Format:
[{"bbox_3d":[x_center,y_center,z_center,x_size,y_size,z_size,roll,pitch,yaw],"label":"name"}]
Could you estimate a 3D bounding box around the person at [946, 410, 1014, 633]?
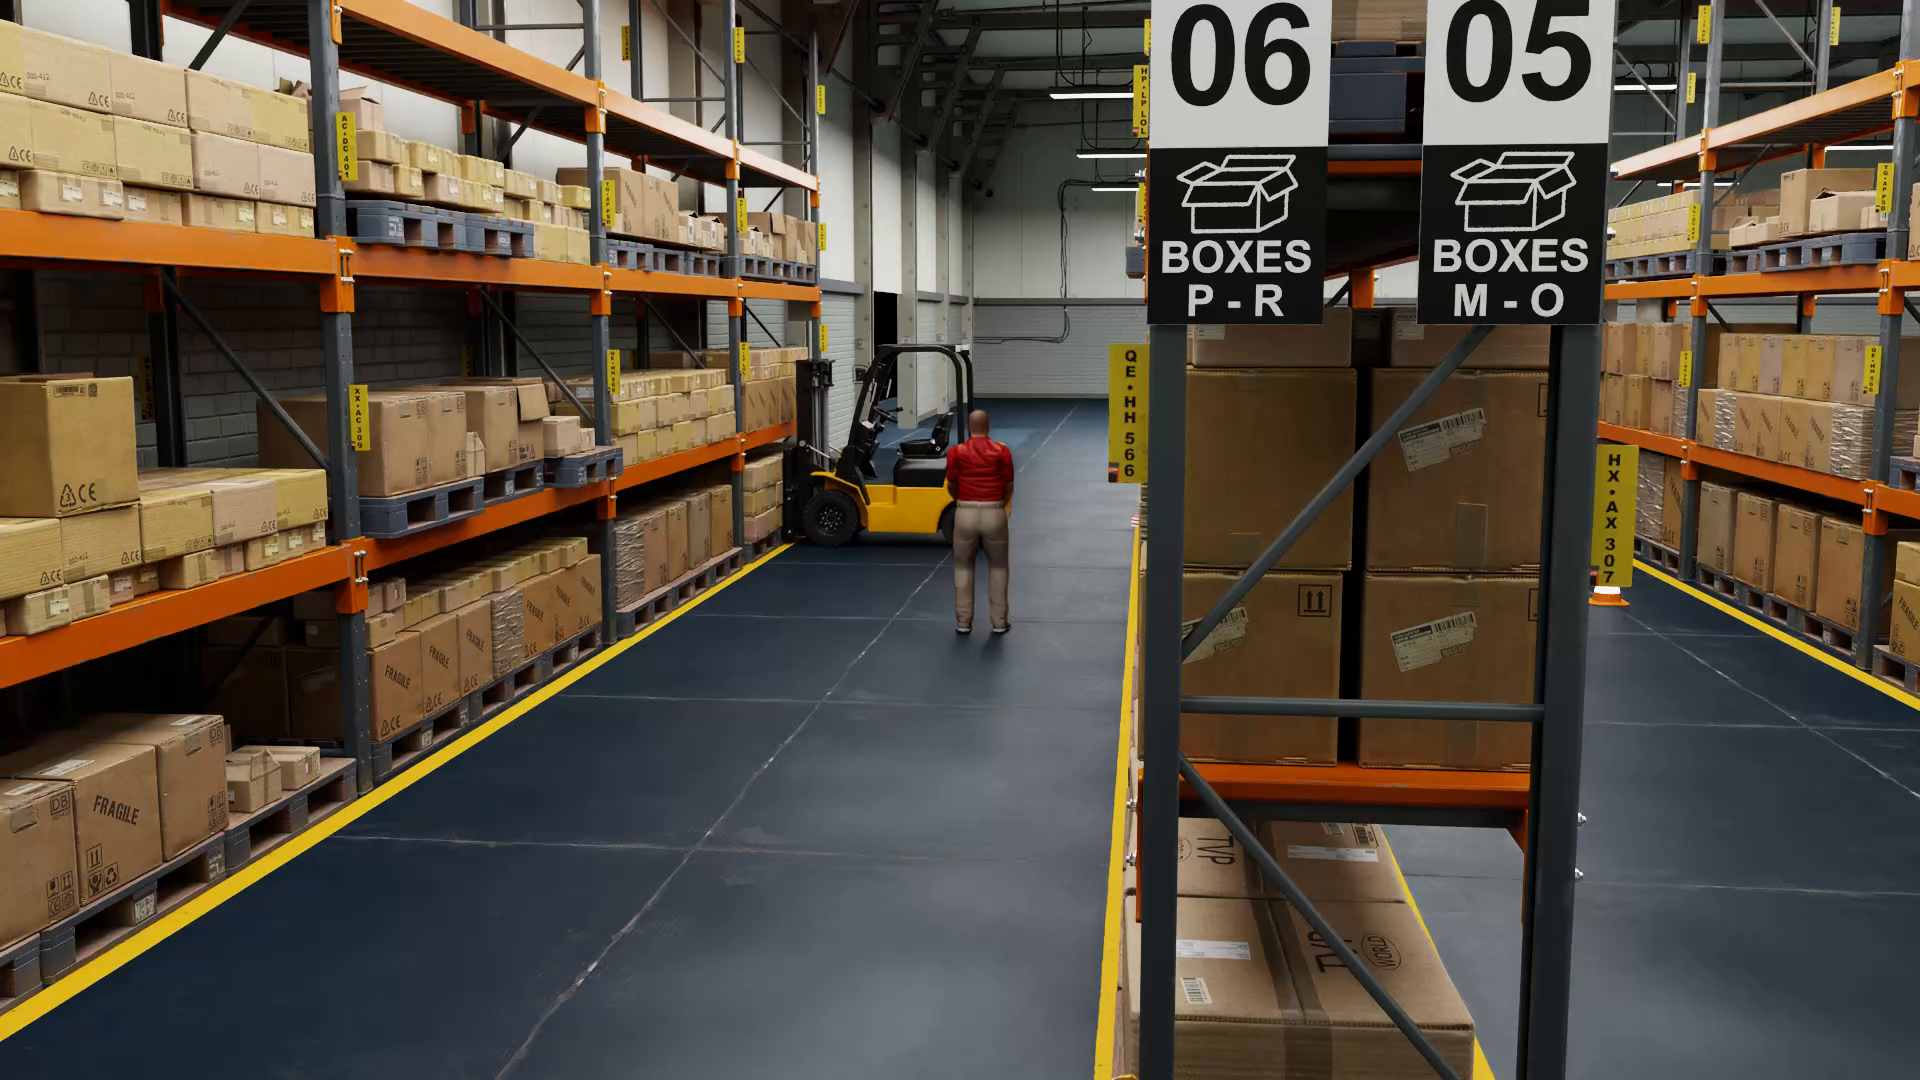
[{"bbox_3d":[0.163,-0.152,12.975,0.524,1.730,0.507,1,8,6],"label":"person"}]
